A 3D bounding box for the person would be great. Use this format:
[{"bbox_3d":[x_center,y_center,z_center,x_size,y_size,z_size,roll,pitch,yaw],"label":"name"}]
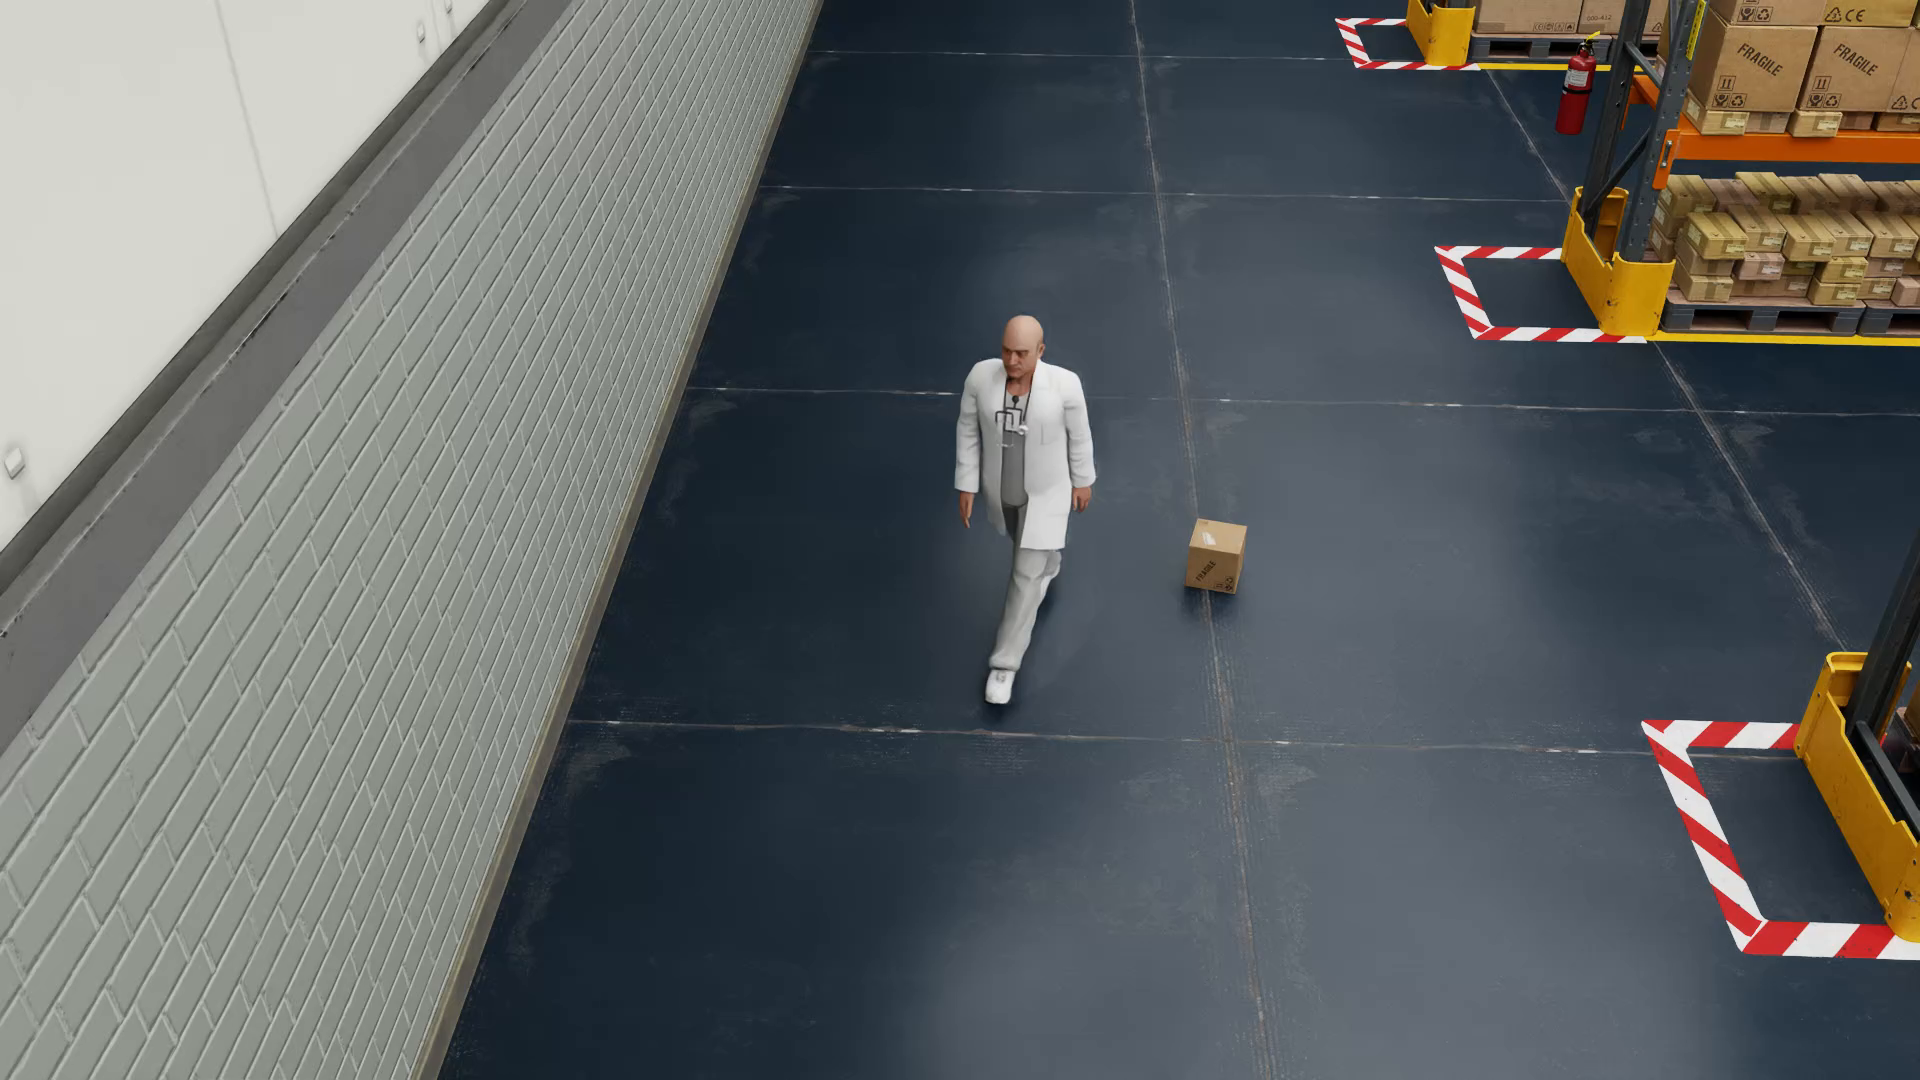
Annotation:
[{"bbox_3d":[0.260,-0.235,7.461,0.597,1.711,1.151,15,38,20],"label":"person"}]
